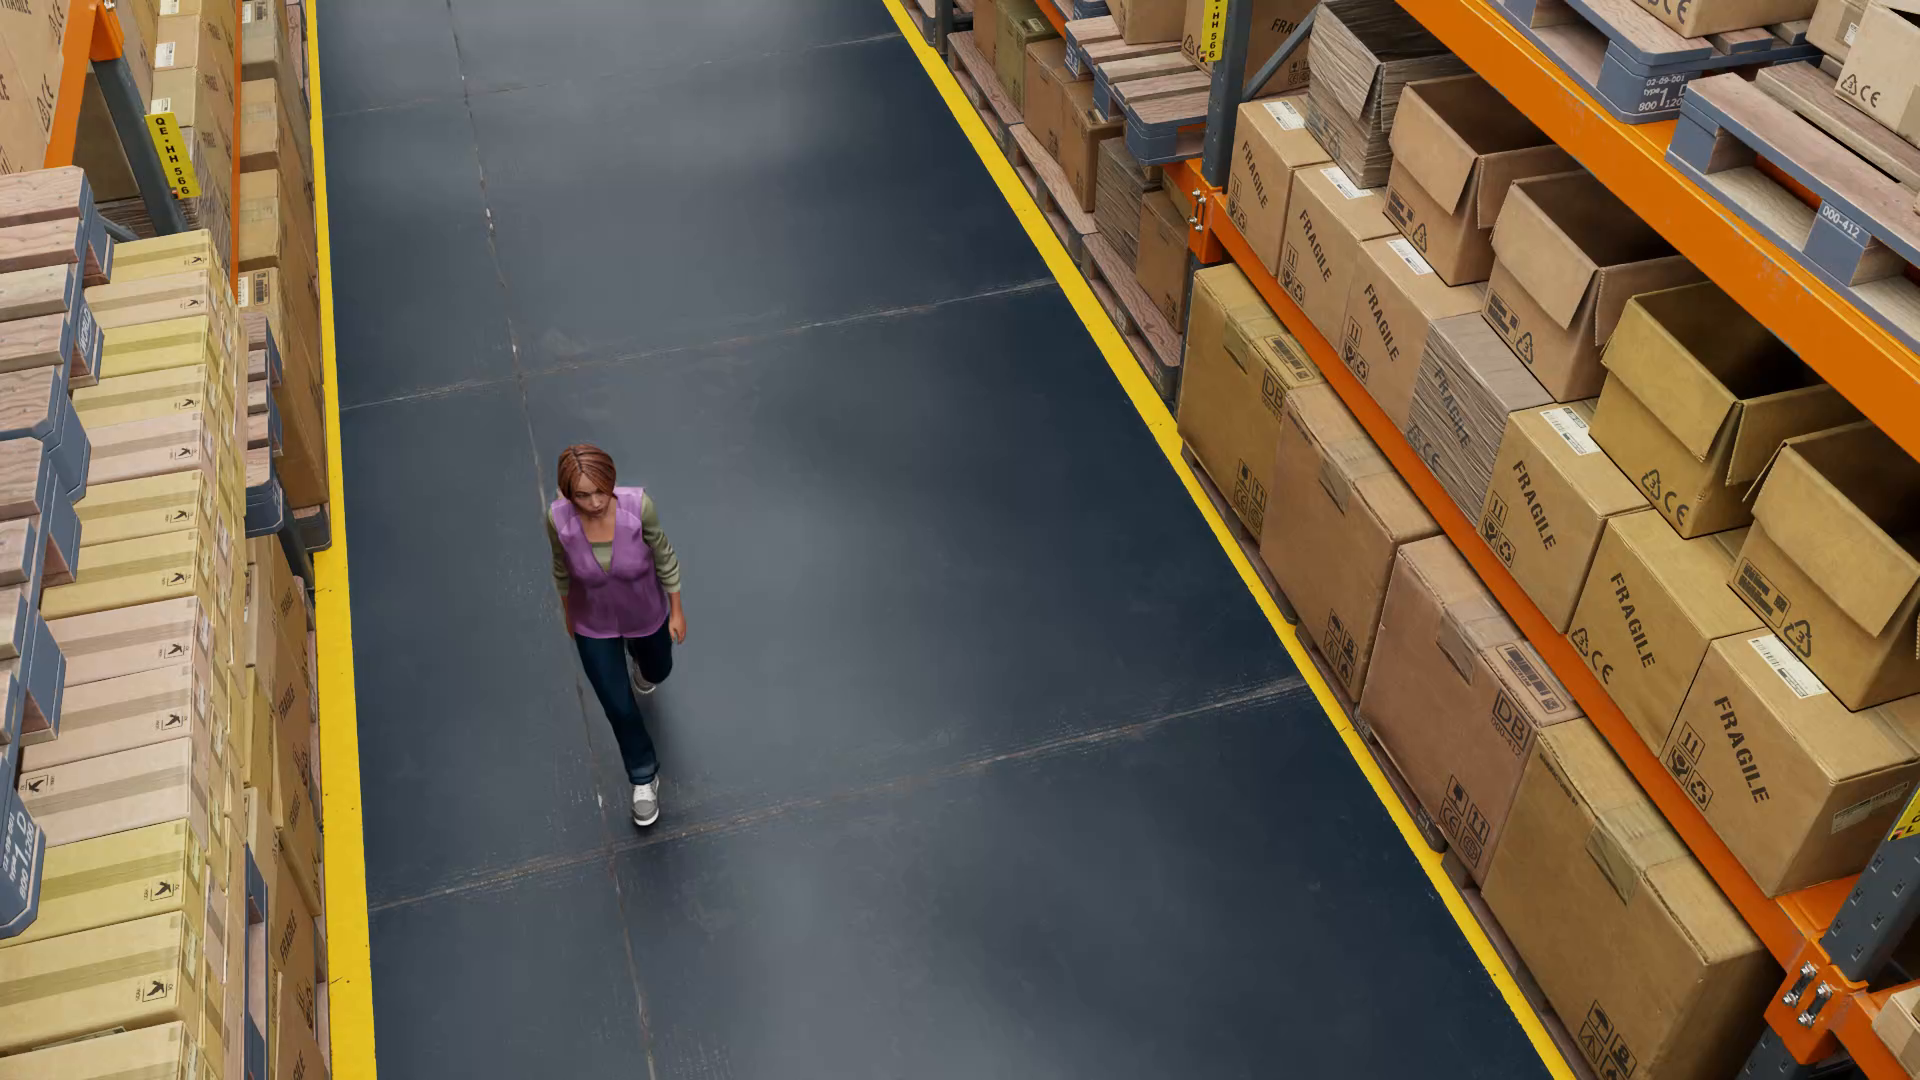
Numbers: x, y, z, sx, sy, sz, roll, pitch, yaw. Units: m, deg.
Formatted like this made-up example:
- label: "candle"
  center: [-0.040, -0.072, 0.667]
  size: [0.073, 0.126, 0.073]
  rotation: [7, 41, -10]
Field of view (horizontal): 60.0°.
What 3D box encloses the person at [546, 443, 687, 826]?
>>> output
- label: "person"
  center: [-1.201, 0.216, 5.921]
  size: [0.428, 1.559, 0.834]
  rotation: [-11, 44, -11]
